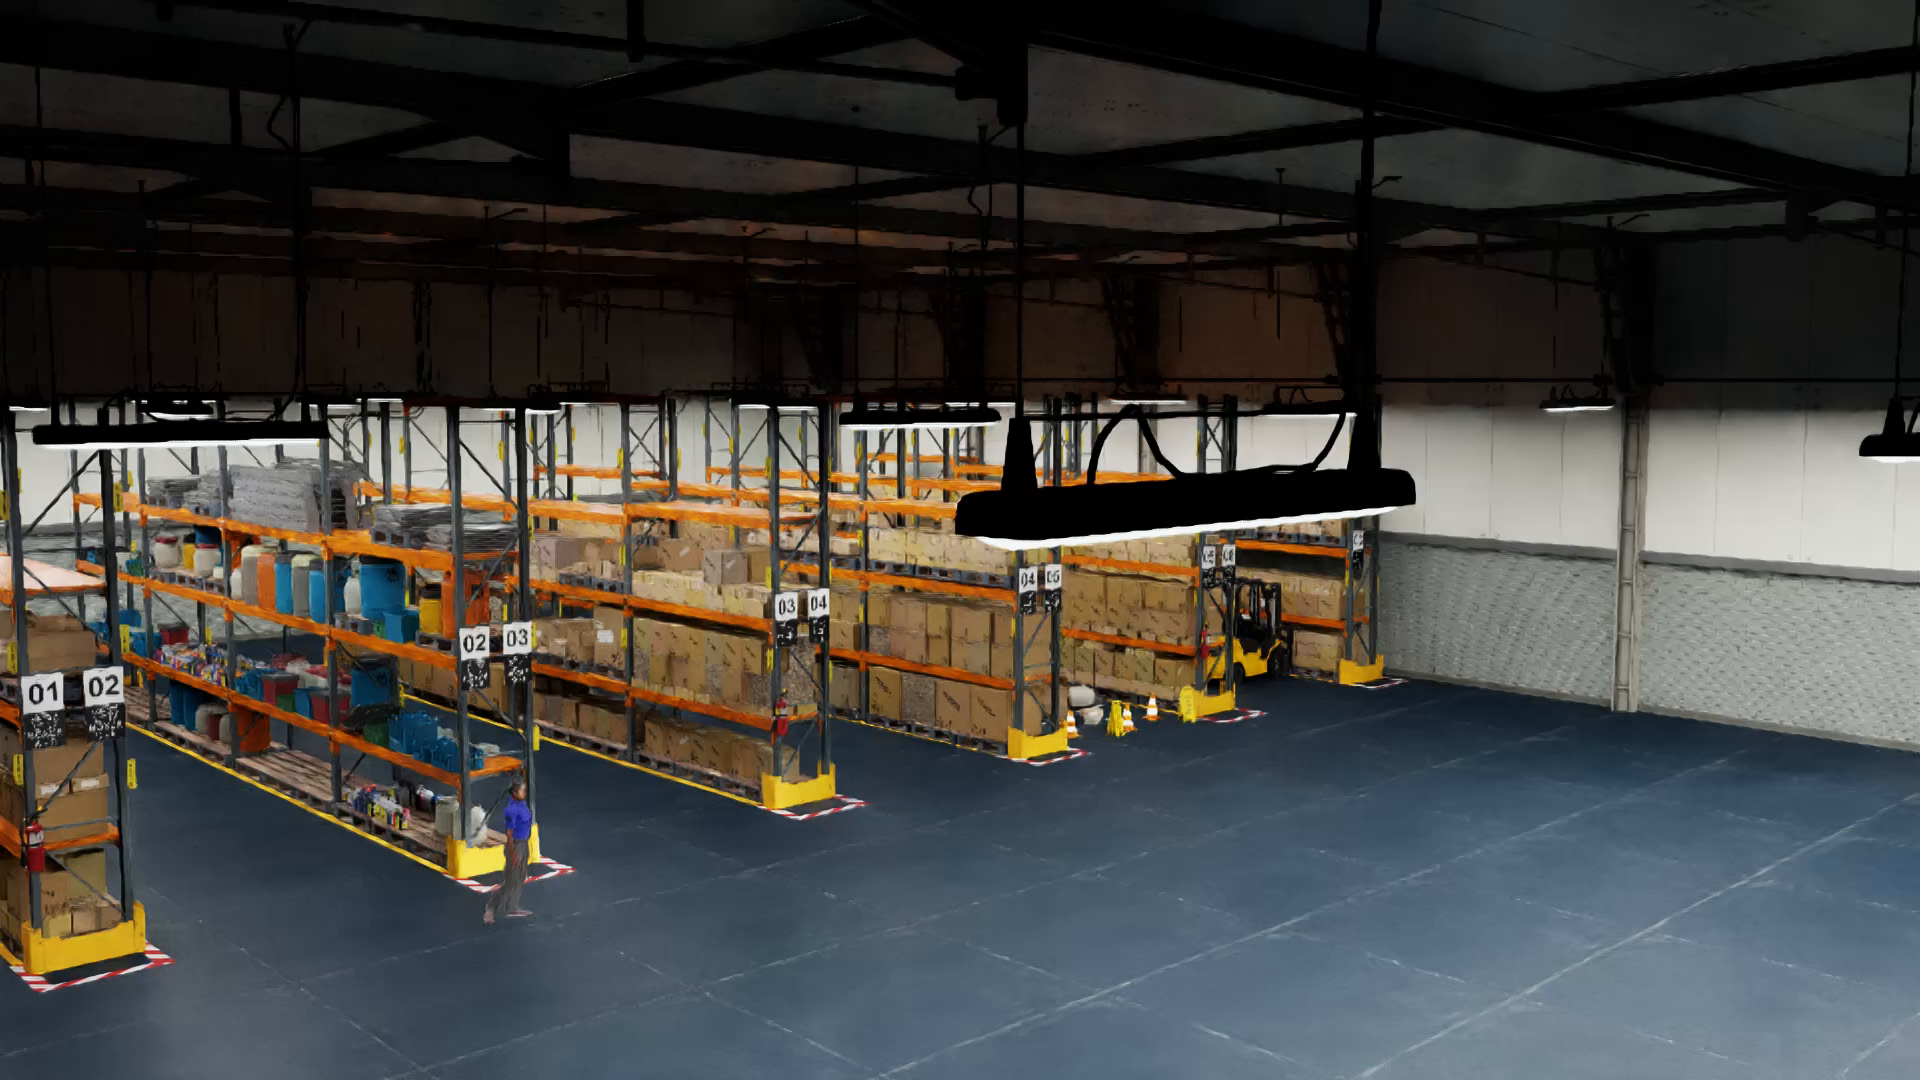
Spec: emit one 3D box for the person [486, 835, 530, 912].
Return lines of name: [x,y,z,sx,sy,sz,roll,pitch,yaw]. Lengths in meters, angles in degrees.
person: [-5.288,3.911,19.484,0.439,0.941,0.488,1,6,6]
